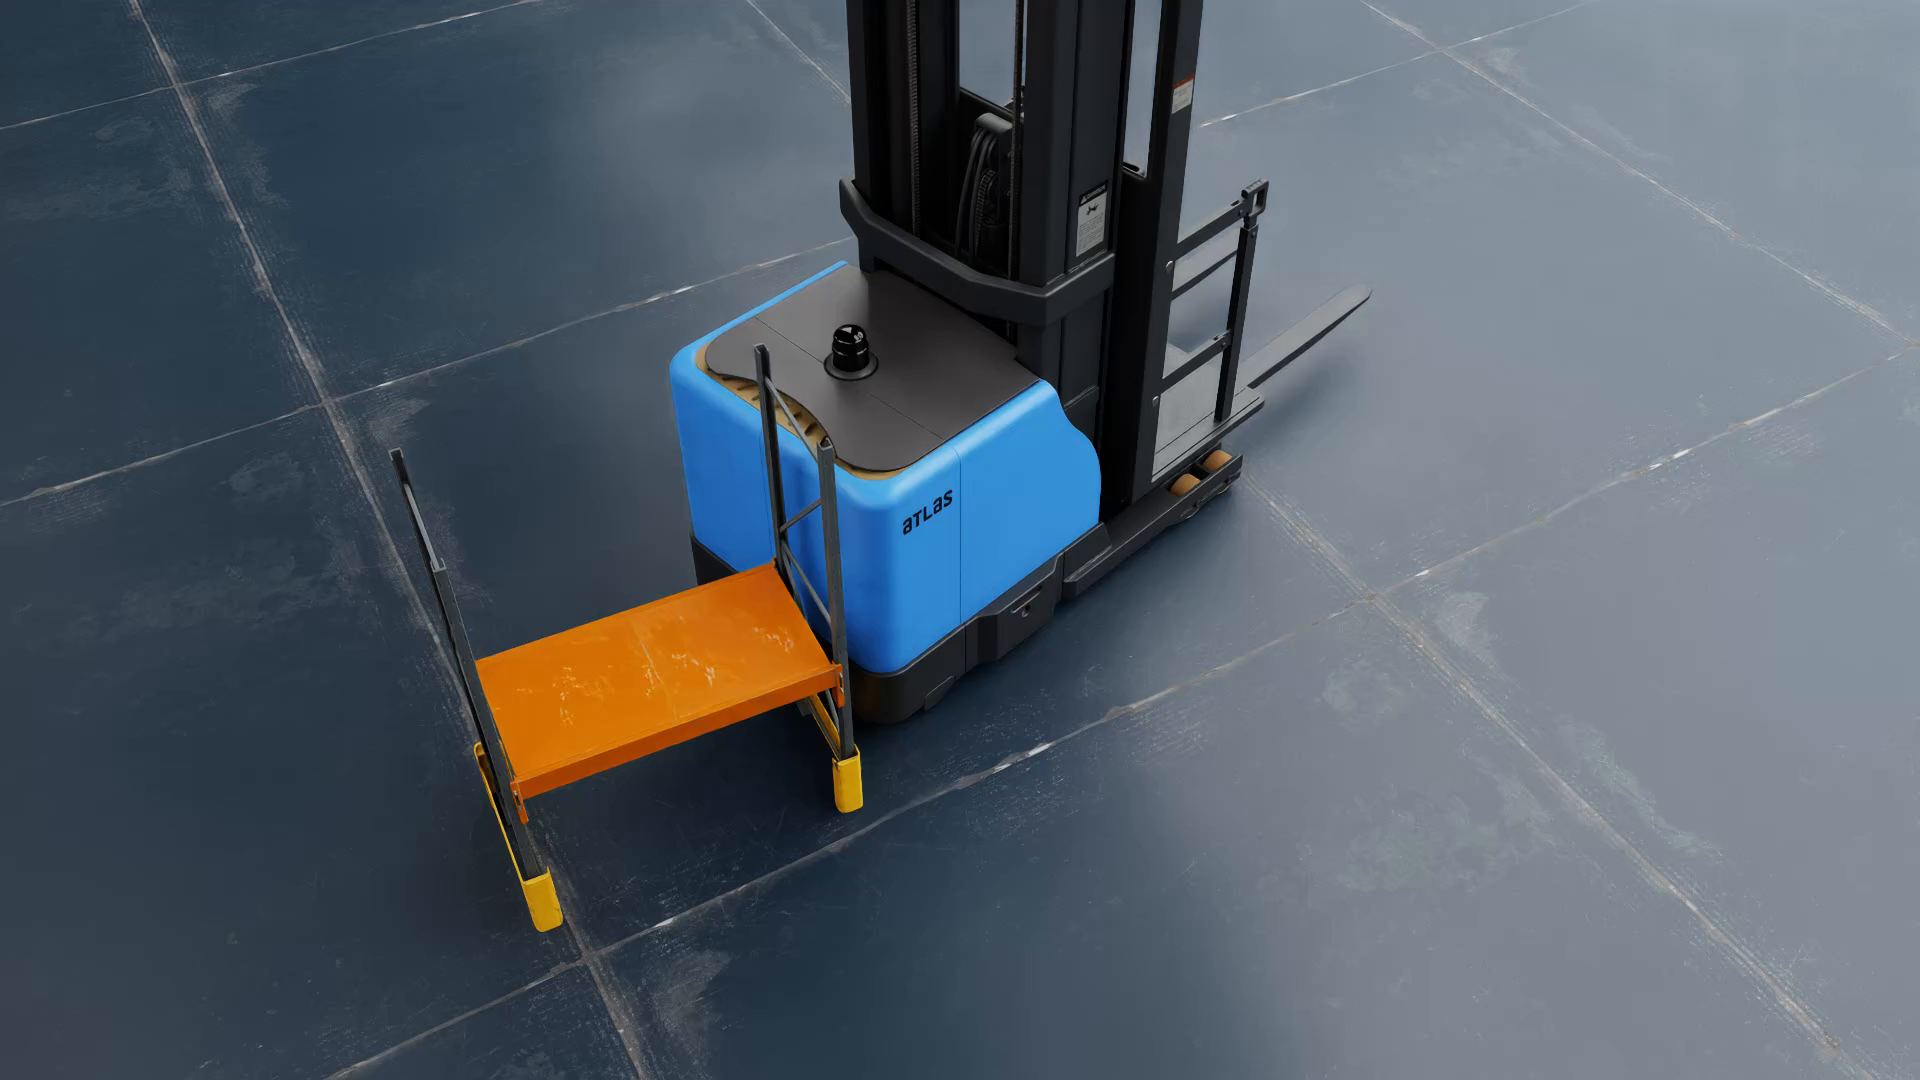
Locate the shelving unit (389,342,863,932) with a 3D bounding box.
[{"bbox_3d":[-0.919,0.303,4.861,1.083,1.500,0.587,-19,47,-18],"label":"shelving unit"}]

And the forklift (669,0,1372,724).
[{"bbox_3d":[0.442,-1.364,5.550,1.130,2.935,3.031,35,54,30],"label":"forklift"}]

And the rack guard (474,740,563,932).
[{"bbox_3d":[-1.366,0.904,5.139,0.087,0.250,0.587,-19,47,-18],"label":"rack guard"}]

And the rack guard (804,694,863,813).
[{"bbox_3d":[-0.473,0.598,5.454,0.087,0.250,0.587,-19,47,-18],"label":"rack guard"}]

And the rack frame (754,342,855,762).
[{"bbox_3d":[-0.455,0.144,5.025,0.032,1.500,0.500,-19,47,-18],"label":"rack frame"}]

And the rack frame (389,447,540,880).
[{"bbox_3d":[-1.367,0.456,4.703,0.032,1.500,0.500,-19,47,-18],"label":"rack frame"}]

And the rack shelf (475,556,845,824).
[{"bbox_3d":[-0.911,0.429,4.989,1.000,0.185,0.538,-19,47,-18],"label":"rack shelf"}]
